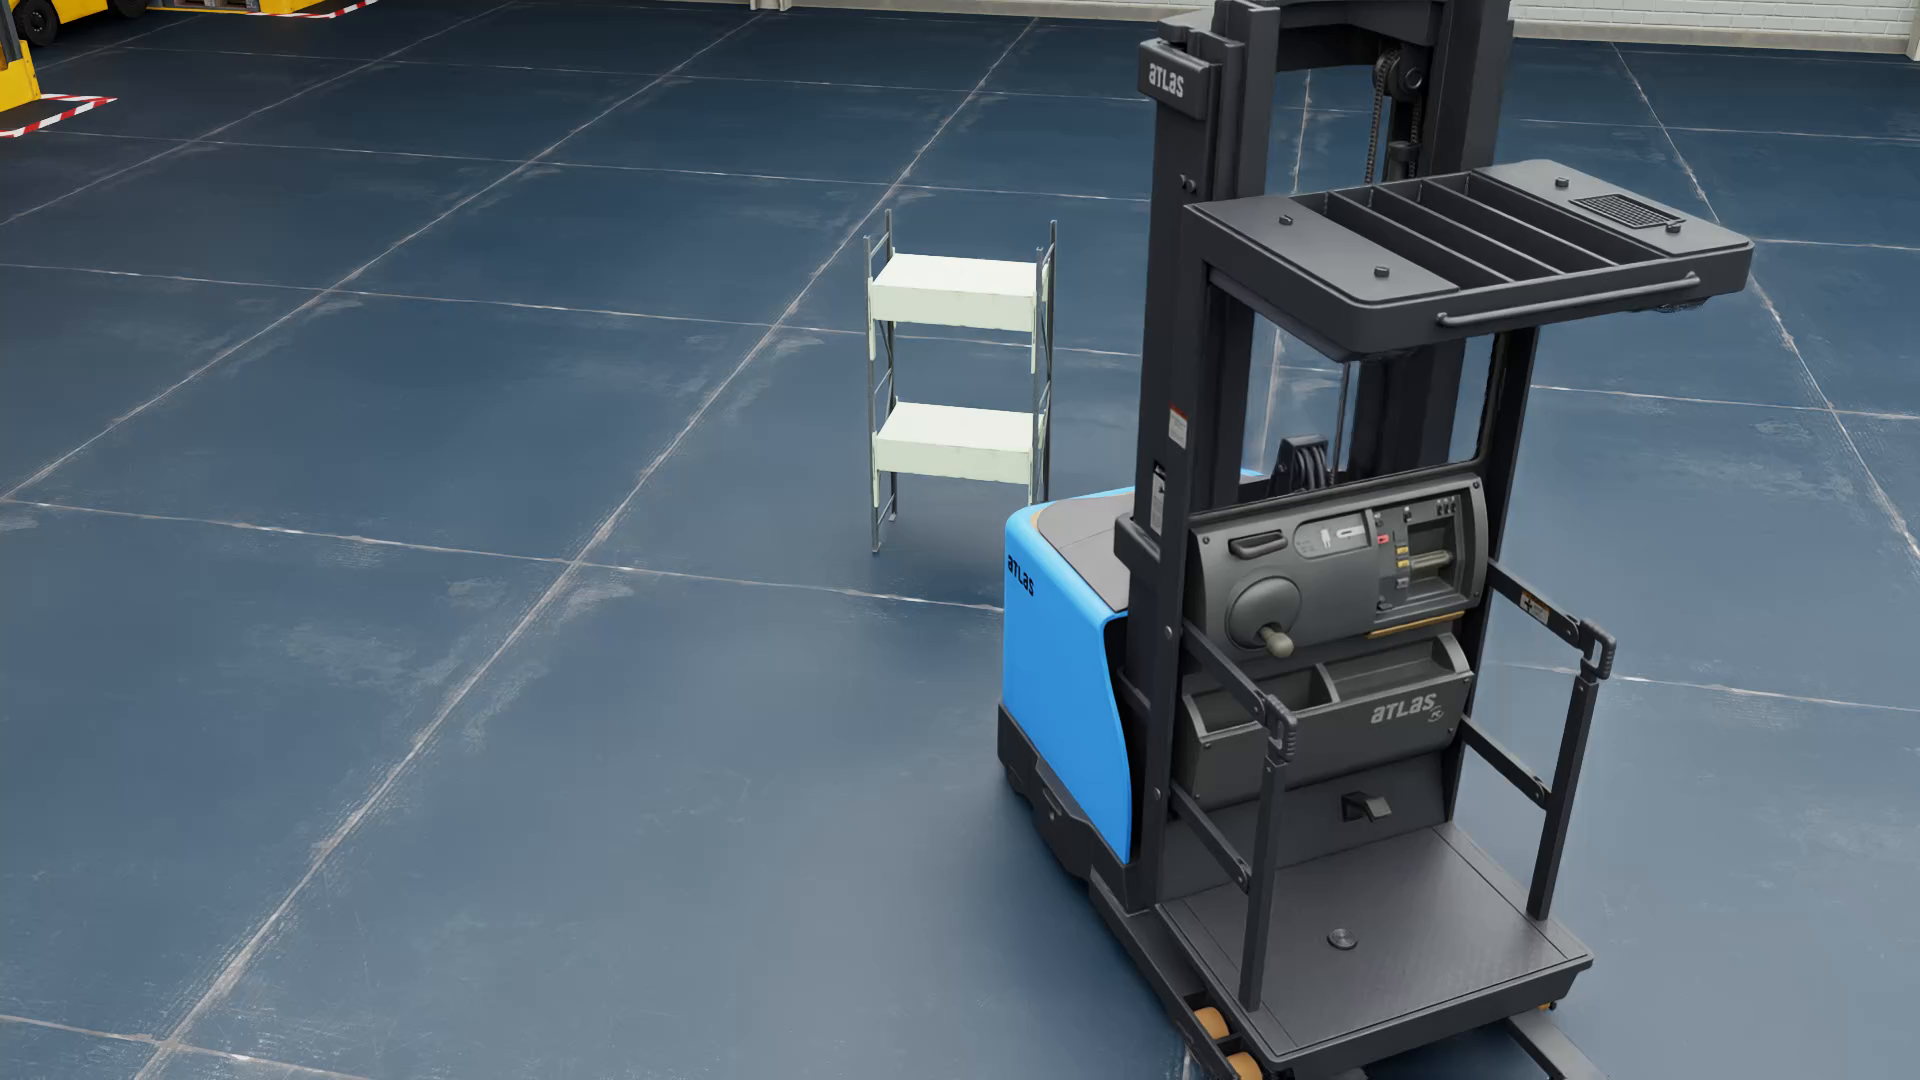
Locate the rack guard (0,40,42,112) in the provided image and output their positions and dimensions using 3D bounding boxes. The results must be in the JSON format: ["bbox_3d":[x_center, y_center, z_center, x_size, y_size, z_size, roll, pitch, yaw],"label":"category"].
[{"bbox_3d":[-8.600,-3.985,14.508,0.348,0.500,1.175,6,29,11],"label":"rack guard"}]

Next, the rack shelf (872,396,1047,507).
[{"bbox_3d":[0.007,-0.371,7.545,0.720,0.370,0.431,6,29,11],"label":"rack shelf"}]

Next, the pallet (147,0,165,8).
[{"bbox_3d":[-9.439,-6.362,19.151,1.213,0.211,1.003,6,29,11],"label":"pallet"}]

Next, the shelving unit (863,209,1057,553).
[{"bbox_3d":[0.007,-0.657,7.389,0.755,1.500,0.431,6,29,11],"label":"shelving unit"}]

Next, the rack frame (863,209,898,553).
[{"bbox_3d":[-0.351,-0.694,7.456,0.023,1.500,0.400,6,29,11],"label":"rack frame"}]

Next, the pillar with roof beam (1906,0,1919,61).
[{"bbox_3d":[8.719,-6.703,10.622,0.400,9.000,9.100,6,29,11],"label":"pillar with roof beam"}]

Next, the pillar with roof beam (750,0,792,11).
[{"bbox_3d":[-3.017,-7.906,12.820,0.400,9.000,9.100,6,29,11],"label":"pillar with roof beam"}]

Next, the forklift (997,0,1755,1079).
[{"bbox_3d":[1.161,0.119,4.480,1.130,2.935,3.031,-11,31,-19],"label":"forklift"}]

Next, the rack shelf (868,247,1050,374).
[{"bbox_3d":[0.007,-1.000,7.201,0.720,0.370,0.431,6,29,11],"label":"rack shelf"}]

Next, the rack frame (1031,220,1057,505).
[{"bbox_3d":[0.364,-0.620,7.322,0.023,1.500,0.400,6,29,11],"label":"rack frame"}]

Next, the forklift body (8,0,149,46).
[{"bbox_3d":[-9.728,-6.366,17.138,1.214,2.155,2.313,6,29,11],"label":"forklift body"}]

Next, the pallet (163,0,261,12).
[{"bbox_3d":[-8.249,-6.239,18.926,1.213,0.211,1.003,6,29,11],"label":"pallet"}]

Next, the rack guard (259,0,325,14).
[{"bbox_3d":[-7.469,-6.306,18.748,0.348,0.500,1.175,6,29,11],"label":"rack guard"}]

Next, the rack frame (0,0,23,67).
[{"bbox_3d":[-8.526,-5.073,13.894,0.127,3.000,1.000,6,29,11],"label":"rack frame"}]
